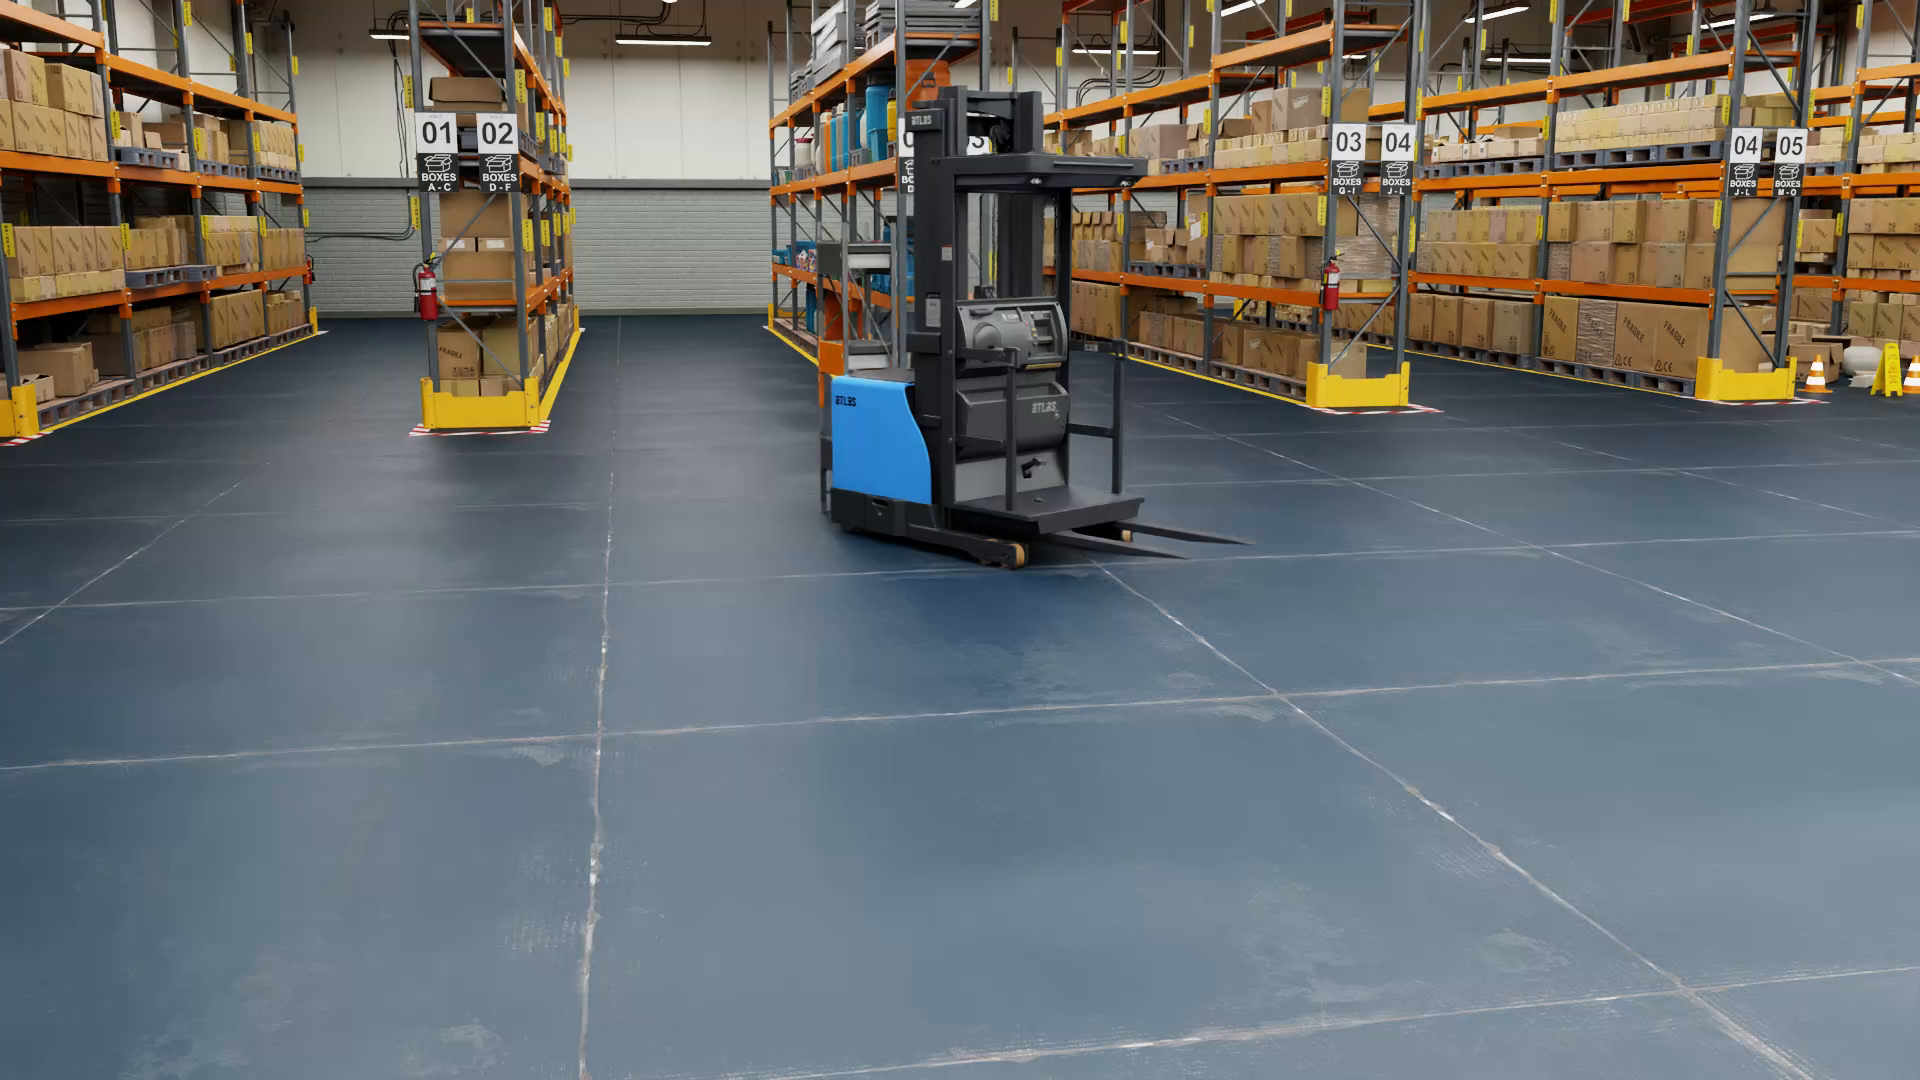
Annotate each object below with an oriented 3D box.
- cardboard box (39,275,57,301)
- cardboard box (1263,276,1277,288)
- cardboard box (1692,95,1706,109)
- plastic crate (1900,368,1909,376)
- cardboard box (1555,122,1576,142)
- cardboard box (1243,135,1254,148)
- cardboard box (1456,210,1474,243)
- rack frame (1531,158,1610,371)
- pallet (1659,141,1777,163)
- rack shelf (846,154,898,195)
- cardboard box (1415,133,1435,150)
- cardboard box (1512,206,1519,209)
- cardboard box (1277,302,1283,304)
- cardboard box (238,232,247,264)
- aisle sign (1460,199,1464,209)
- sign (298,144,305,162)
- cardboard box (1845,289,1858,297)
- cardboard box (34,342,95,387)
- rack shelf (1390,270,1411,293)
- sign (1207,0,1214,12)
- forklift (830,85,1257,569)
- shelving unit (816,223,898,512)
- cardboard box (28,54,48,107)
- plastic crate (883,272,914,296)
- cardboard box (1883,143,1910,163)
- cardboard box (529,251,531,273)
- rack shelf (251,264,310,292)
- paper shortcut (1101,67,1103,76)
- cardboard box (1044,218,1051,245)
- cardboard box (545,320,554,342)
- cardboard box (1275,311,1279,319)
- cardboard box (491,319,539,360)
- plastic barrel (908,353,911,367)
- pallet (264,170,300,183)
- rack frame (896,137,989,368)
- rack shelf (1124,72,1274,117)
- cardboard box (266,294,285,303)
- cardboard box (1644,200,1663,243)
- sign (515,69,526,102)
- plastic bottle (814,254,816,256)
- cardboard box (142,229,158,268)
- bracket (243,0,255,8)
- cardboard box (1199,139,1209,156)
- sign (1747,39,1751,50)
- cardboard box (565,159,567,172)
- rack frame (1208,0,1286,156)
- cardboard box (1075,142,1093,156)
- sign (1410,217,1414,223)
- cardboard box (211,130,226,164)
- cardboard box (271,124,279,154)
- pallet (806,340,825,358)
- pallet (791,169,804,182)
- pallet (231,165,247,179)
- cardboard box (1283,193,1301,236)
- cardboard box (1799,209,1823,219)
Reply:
[{"bbox_3d":[-9.800,-2.638,17.380,0.500,0.250,0.500,-2,11,-13],"label":"cardboard box"},{"bbox_3d":[4.022,-3.239,20.863,0.380,0.149,0.250,-2,11,-11],"label":"cardboard box"},{"bbox_3d":[9.114,-5.301,20.150,0.380,0.149,0.250,-2,11,-11],"label":"cardboard box"},{"bbox_3d":[13.118,-2.388,23.530,0.402,0.080,0.583,-6,13,-31],"label":"plastic crate"},{"bbox_3d":[8.602,-5.643,23.016,0.500,0.250,0.500,-2,11,-11],"label":"cardboard box"},{"bbox_3d":[3.864,-5.112,21.347,0.380,0.149,0.250,-2,11,-12],"label":"cardboard box"},{"bbox_3d":[8.283,-4.946,26.220,0.700,0.500,0.500,-2,11,-12],"label":"cardboard box"},{"bbox_3d":[8.781,-3.942,23.884,1.000,3.000,0.127,-2,11,-11],"label":"rack frame"},{"bbox_3d":[9.405,-4.774,20.470,1.003,0.211,1.213,-2,11,-11],"label":"pallet"},{"bbox_3d":[-0.573,-4.353,19.947,1.077,0.370,4.000,-2,11,-11],"label":"rack shelf"},{"bbox_3d":[7.670,-6.639,27.717,0.396,0.266,0.258,-2,11,-11],"label":"cardboard box"},{"bbox_3d":[11.503,-6.748,33.952,0.380,0.149,0.250,-2,11,-12],"label":"cardboard box"},{"bbox_3d":[6.575,-4.799,33.300,0.380,0.149,0.250,-3,11,-13],"label":"cardboard box"},{"bbox_3d":[-11.700,-4.651,26.492,0.500,0.500,0.500,-2,11,-11],"label":"cardboard box"},{"bbox_3d":[10.985,-7.621,36.261,0.394,0.787,0.004,-2,11,-11],"label":"aisle sign"},{"bbox_3d":[-12.479,-7.327,31.492,0.100,0.325,0.005,-2,11,-11],"label":"sign"},{"bbox_3d":[17.135,-4.725,31.824,0.380,0.149,0.250,-2,11,-11],"label":"cardboard box"},{"bbox_3d":[-10.439,-2.039,19.394,0.500,0.500,0.500,-3,11,-15],"label":"cardboard box"},{"bbox_3d":[7.615,-4.689,29.733,1.077,0.370,4.000,-2,11,-11],"label":"rack shelf"},{"bbox_3d":[3.353,-7.242,22.259,0.100,0.325,0.005,-2,11,-11],"label":"sign"},{"bbox_3d":[0.487,-1.366,10.533,1.130,2.935,3.031,-10,15,-43],"label":"forklift"},{"bbox_3d":[-0.737,-1.212,11.947,0.431,2.100,0.503,-5,12,-25],"label":"shelving unit"},{"bbox_3d":[-9.897,-4.796,17.357,0.500,0.500,0.500,-2,11,-9],"label":"cardboard box"},{"bbox_3d":[-0.575,-2.874,18.672,0.499,0.251,0.616,-2,11,-11],"label":"plastic crate"},{"bbox_3d":[13.544,-5.501,23.661,0.500,0.250,0.500,-2,11,-11],"label":"cardboard box"},{"bbox_3d":[-6.057,-3.708,22.386,0.500,0.500,0.500,-1,11,-7],"label":"cardboard box"},{"bbox_3d":[-12.625,-4.720,29.898,1.077,0.370,4.000,-2,11,-11],"label":"rack shelf"},{"bbox_3d":[2.347,-7.752,27.486,0.009,0.170,0.078,9,-22,-13],"label":"paper shortcut"},{"bbox_3d":[1.896,-5.855,31.534,0.500,0.500,0.500,-2,11,-10],"label":"cardboard box"},{"bbox_3d":[-5.958,-2.918,23.237,0.500,0.311,0.500,-2,11,-9],"label":"cardboard box"},{"bbox_3d":[6.549,-4.557,33.620,0.380,0.149,0.250,-2,11,-11],"label":"cardboard box"},{"bbox_3d":[-5.330,-2.383,19.922,0.500,0.500,0.500,-2,11,-11],"label":"cardboard box"},{"bbox_3d":[-0.387,-1.968,19.046,0.421,0.512,0.421,0,11,0],"label":"plastic barrel"},{"bbox_3d":[-12.859,-6.735,30.772,1.003,0.211,1.213,-2,11,-11],"label":"pallet"},{"bbox_3d":[-0.184,-2.866,18.233,1.000,3.000,0.127,-2,11,-11],"label":"rack frame"},{"bbox_3d":[3.508,-6.544,24.504,1.077,0.370,4.000,-2,11,-11],"label":"rack shelf"},{"bbox_3d":[-12.270,-4.310,29.645,0.380,0.149,0.250,-2,11,-13],"label":"cardboard box"},{"bbox_3d":[9.352,-4.087,21.357,0.875,0.550,0.550,-2,11,-11],"label":"cardboard box"},{"bbox_3d":[-4.498,-4.648,17.021,0.100,0.325,0.005,-2,11,-11],"label":"sign"},{"bbox_3d":[-2.472,-4.743,28.426,0.152,0.276,0.135,-2,11,-11],"label":"plastic bottle"},{"bbox_3d":[-11.006,-3.822,21.809,0.700,0.500,0.500,-1,11,-3],"label":"cardboard box"},{"bbox_3d":[-13.454,-10.081,30.465,0.076,0.066,4.783,-2,11,-11],"label":"bracket"},{"bbox_3d":[3.616,-5.562,23.613,0.396,0.266,0.258,-2,11,-9],"label":"cardboard box"},{"bbox_3d":[13.370,-8.340,28.239,0.100,0.325,0.005,-2,11,-11],"label":"sign"},{"bbox_3d":[-7.708,-7.090,31.466,0.500,0.250,0.500,-2,11,-11],"label":"cardboard box"},{"bbox_3d":[3.897,-6.727,22.472,1.000,3.000,0.127,-2,11,-11],"label":"rack frame"},{"bbox_3d":[2.463,-6.870,29.856,0.700,0.500,0.500,-2,11,-10],"label":"cardboard box"},{"bbox_3d":[7.473,-5.184,27.524,0.100,0.325,0.005,-2,11,-11],"label":"sign"},{"bbox_3d":[-12.000,-6.180,26.179,0.700,0.500,0.500,-2,11,-12],"label":"cardboard box"},{"bbox_3d":[-12.307,-7.056,29.228,0.500,0.500,0.500,-2,11,-11],"label":"cardboard box"},{"bbox_3d":[-1.934,-3.107,26.954,1.003,0.211,1.213,-2,11,-11],"label":"pallet"},{"bbox_3d":[-2.269,-6.308,28.796,1.213,0.211,1.003,-2,11,-11],"label":"pallet"},{"bbox_3d":[-12.009,-5.920,26.766,0.805,0.209,1.217,-3,11,-13],"label":"pallet"},{"bbox_3d":[4.222,-3.916,20.012,0.500,0.500,0.500,-2,11,-11],"label":"cardboard box"},{"bbox_3d":[13.159,-5.063,25.853,0.380,0.149,0.250,-2,11,-13],"label":"cardboard box"}]
